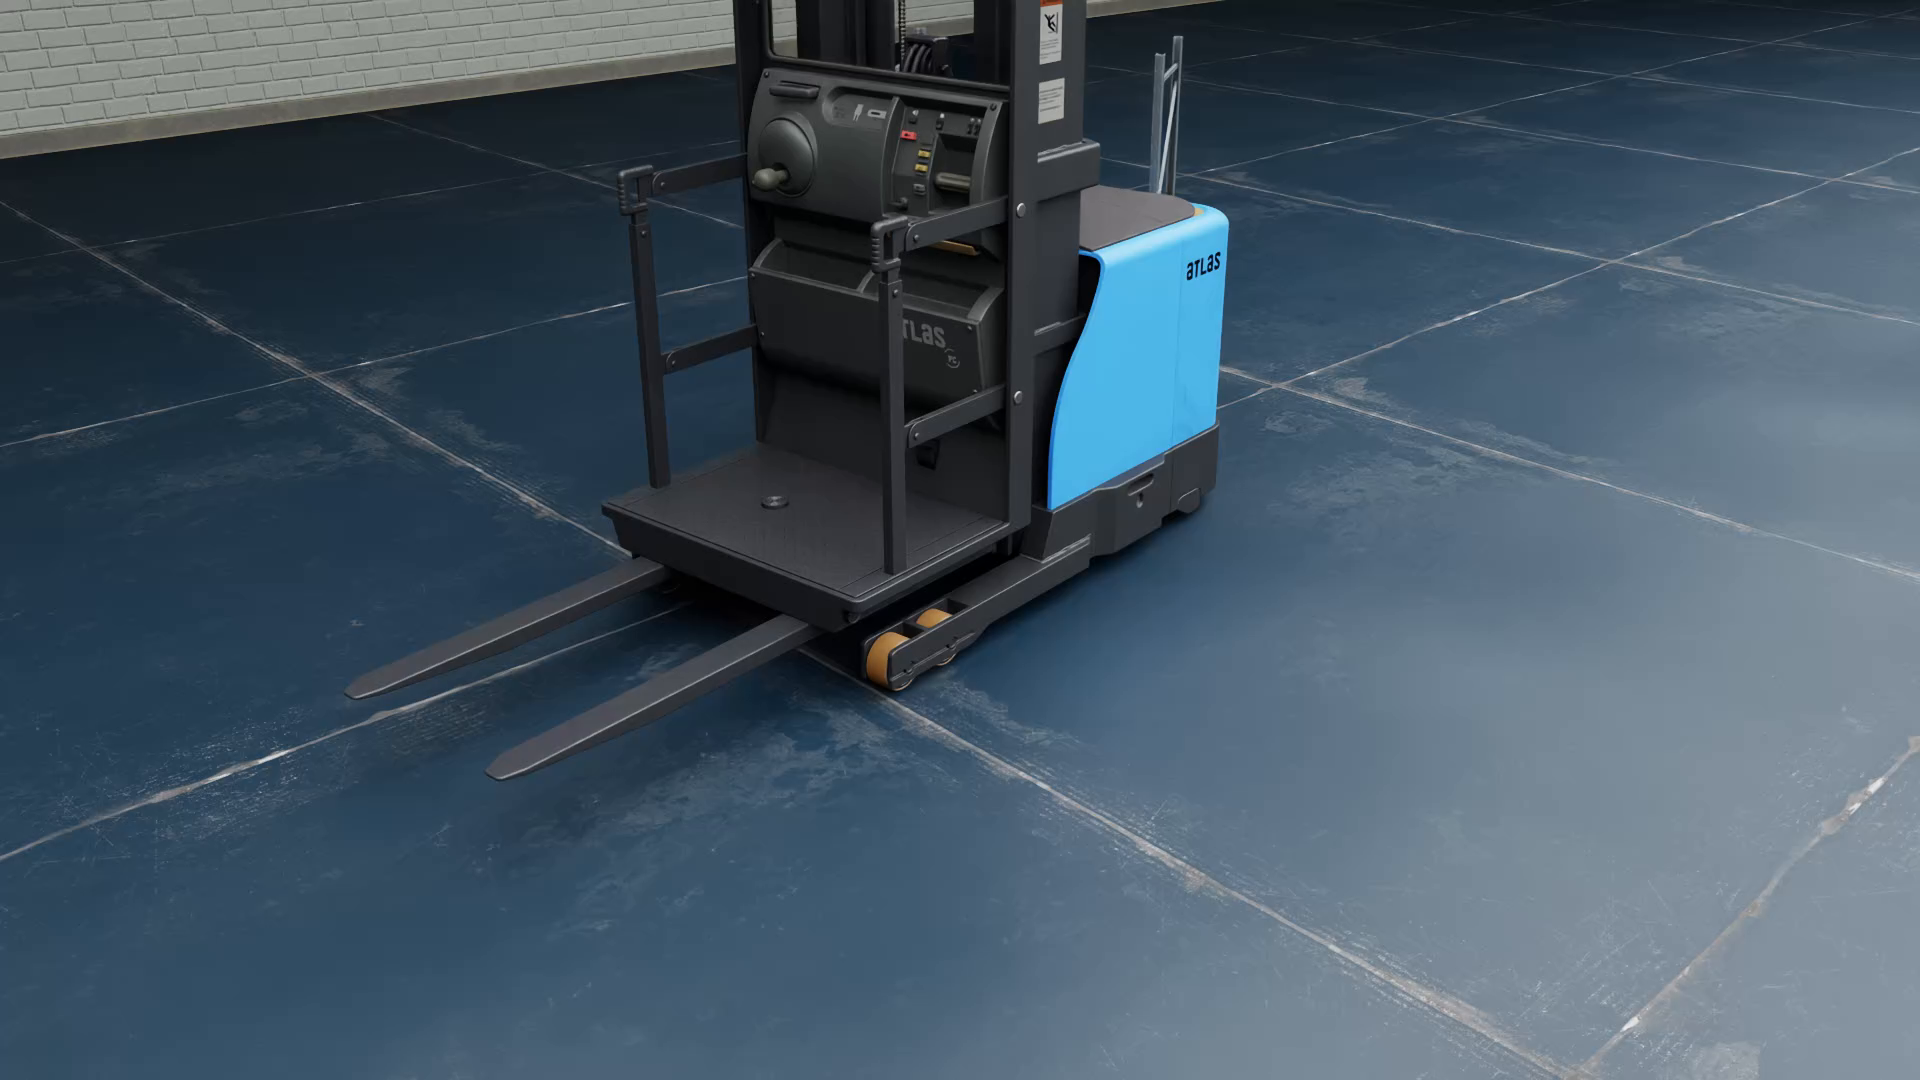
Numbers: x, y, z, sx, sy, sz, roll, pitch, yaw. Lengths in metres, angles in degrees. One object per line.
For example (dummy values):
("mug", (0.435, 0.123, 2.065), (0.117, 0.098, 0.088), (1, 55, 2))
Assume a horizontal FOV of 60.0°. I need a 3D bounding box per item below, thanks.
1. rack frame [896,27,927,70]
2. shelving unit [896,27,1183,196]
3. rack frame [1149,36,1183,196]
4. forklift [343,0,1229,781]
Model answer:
("rack frame", (-0.209, -1.254, 6.690), (0.032, 1.500, 0.500), (6, 25, 13))
("shelving unit", (0.291, -1.199, 6.570), (1.083, 1.500, 0.587), (6, 25, 13))
("rack frame", (0.774, -1.145, 6.453), (0.032, 1.500, 0.500), (6, 25, 13))
("forklift", (-0.397, -1.132, 4.701), (1.130, 2.935, 3.031), (19, 31, 35))
